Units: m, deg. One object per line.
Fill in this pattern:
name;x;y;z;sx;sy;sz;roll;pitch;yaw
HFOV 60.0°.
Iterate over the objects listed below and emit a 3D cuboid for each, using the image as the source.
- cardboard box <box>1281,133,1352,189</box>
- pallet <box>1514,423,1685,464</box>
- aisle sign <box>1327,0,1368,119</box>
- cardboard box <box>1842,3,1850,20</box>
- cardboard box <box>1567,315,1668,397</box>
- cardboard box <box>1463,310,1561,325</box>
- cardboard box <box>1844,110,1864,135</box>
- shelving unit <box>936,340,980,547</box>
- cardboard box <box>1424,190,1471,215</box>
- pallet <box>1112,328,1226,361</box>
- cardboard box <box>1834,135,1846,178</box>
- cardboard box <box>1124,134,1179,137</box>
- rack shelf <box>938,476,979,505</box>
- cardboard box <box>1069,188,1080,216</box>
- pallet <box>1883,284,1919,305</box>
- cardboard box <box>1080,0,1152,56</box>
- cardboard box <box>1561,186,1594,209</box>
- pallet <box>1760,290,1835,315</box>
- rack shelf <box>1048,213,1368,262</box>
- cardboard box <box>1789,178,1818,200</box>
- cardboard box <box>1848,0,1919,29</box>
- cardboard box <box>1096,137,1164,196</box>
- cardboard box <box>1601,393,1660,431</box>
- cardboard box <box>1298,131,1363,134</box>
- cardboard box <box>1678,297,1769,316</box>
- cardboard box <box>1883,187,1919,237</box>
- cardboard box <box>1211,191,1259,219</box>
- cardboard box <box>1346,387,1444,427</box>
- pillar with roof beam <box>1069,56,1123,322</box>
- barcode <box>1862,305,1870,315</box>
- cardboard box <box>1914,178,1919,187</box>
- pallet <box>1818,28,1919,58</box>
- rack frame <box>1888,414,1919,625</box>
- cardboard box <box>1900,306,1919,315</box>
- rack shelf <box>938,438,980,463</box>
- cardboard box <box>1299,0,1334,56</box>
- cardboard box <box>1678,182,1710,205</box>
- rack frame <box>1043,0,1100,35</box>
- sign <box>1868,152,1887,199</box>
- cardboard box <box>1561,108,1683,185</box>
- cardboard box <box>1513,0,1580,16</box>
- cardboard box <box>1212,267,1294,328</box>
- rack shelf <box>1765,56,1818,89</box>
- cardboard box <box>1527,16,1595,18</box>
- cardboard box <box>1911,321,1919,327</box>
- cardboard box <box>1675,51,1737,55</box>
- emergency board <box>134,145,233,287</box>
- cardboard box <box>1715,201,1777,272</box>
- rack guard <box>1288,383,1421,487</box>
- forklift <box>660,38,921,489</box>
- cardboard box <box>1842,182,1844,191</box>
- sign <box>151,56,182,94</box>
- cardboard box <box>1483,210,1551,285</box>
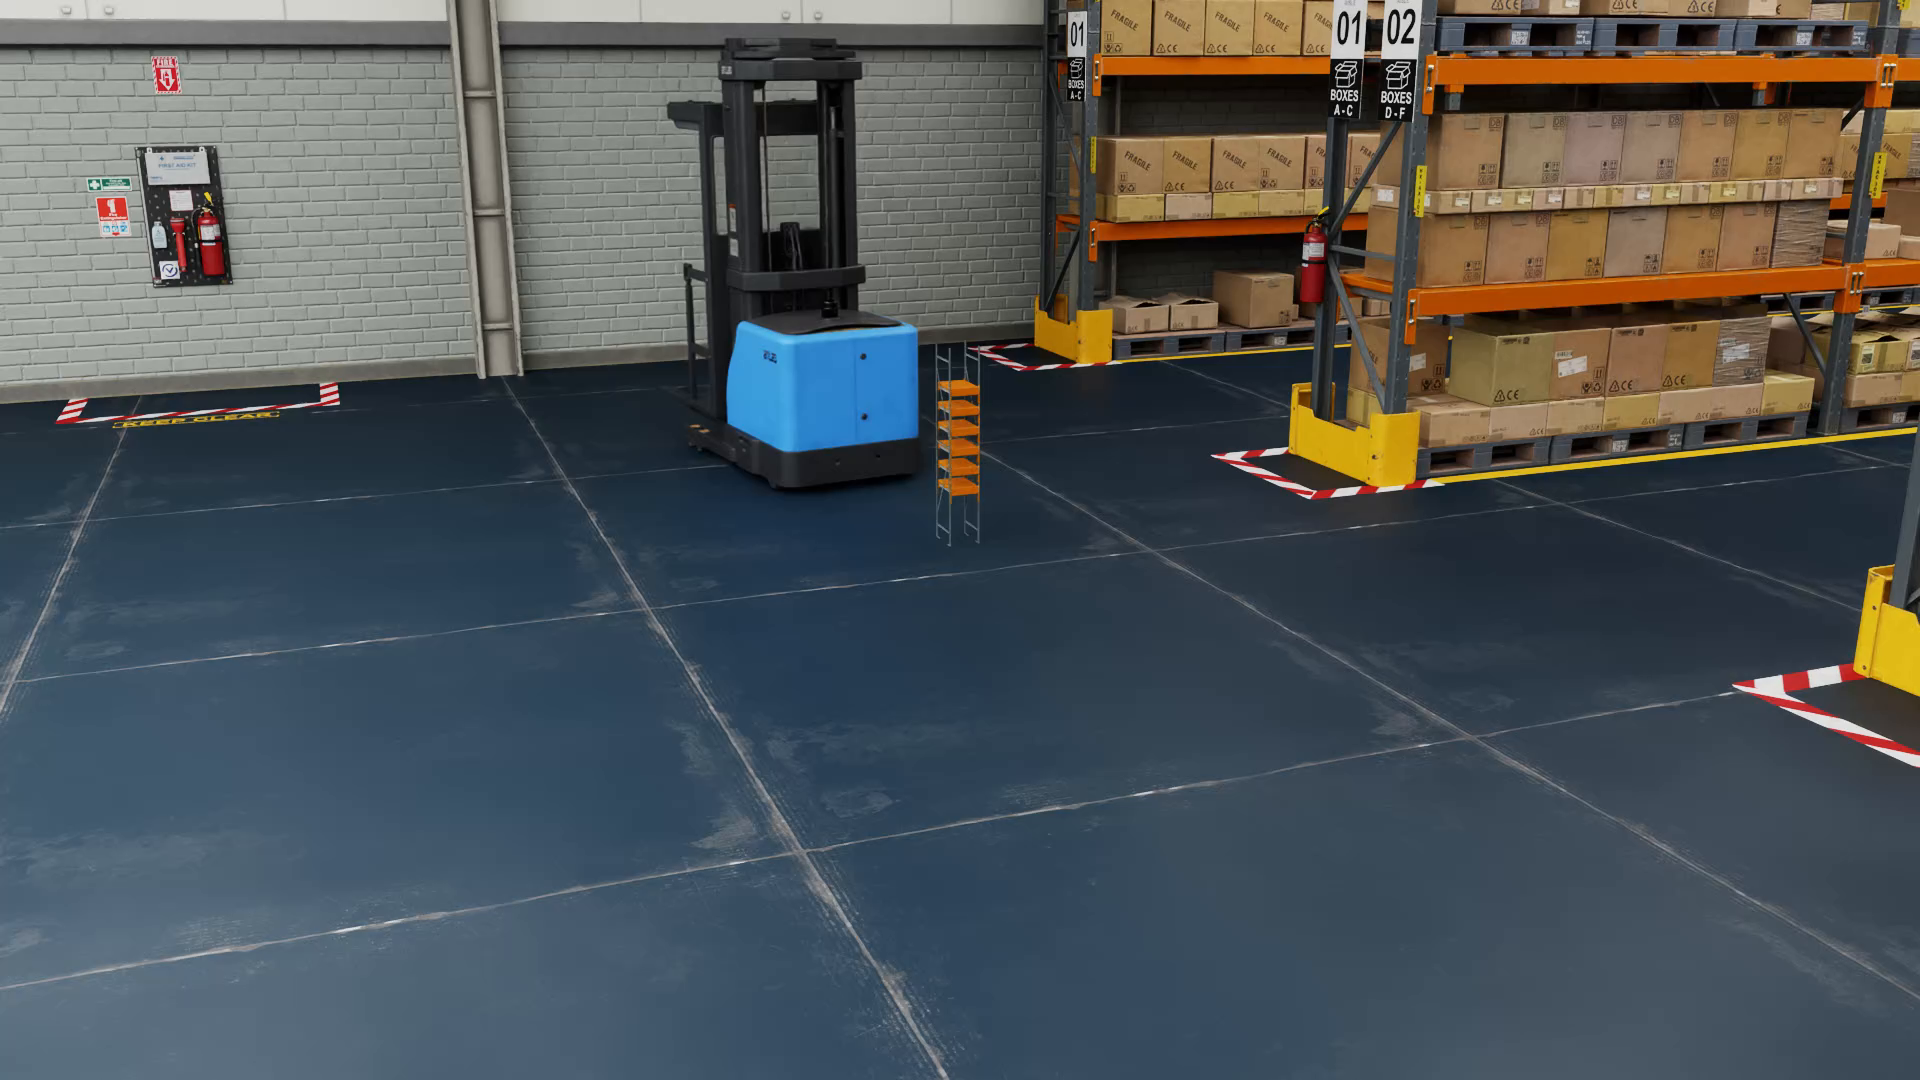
cardboard box;3.497;-3.742;16.418;0.500;0.500;0.500;-7;18;-22
pallet;4.643;-0.840;12.583;1.213;0.211;1.003;-6;17;-20
aisle sign;2.640;-3.285;11.349;0.004;0.787;0.394;-6;17;-20
cardboard box;9.931;-5.959;18.785;0.500;0.500;0.700;-5;17;-17
cardboard box;4.789;-1.356;12.194;0.500;0.500;0.500;-6;17;-20
cardboard box;4.130;-1.447;12.504;0.500;0.500;0.500;-6;17;-20
cardboard box;9.984;-4.721;18.779;0.500;0.250;0.500;-6;17;-20
shelving unit;-0.014;-0.574;9.924;0.189;1.200;0.258;-6;17;-20
cardboard box;3.250;-2.310;11.311;0.250;0.149;0.380;-6;18;-20
pallet;1.873;-2.013;16.578;1.213;0.211;1.003;-6;17;-20
cardboard box;9.539;-4.309;18.708;0.500;0.500;0.500;-6;17;-18
cardboard box;1.869;-3.719;16.340;0.500;0.500;0.500;-6;17;-19
rack shelf;-0.014;-0.301;10.004;0.180;0.103;0.258;-6;17;-20
cardboard box;1.398;-3.306;16.264;0.500;0.250;0.500;-6;17;-19
pallet;11.543;-3.045;20.092;1.213;0.211;1.003;-6;17;-20
cardboard box;1.433;-4.735;15.363;0.500;0.500;0.500;-6;17;-19
cardboard box;4.214;-2.414;11.667;0.250;0.149;0.380;-7;18;-22
pallet;9.264;-2.799;19.254;1.213;0.211;1.003;-6;17;-20
rack shelf;2.898;-3.127;16.699;4.000;0.370;1.077;-6;17;-20
cardboard box;6.133;-2.622;12.374;0.250;0.149;0.380;-7;18;-21
cardboard box;7.121;-3.999;12.590;0.500;0.250;0.500;-4;17;-14
cardboard box;1.584;-3.537;15.719;0.500;0.500;0.500;-6;17;-20
cardboard box;4.789;-0.996;12.301;0.500;0.250;0.500;-6;17;-20
cardboard box;3.768;-3.928;17.049;0.500;0.500;0.500;-6;17;-20
cardboard box;5.997;-1.648;13.192;0.500;0.500;0.500;-6;17;-20
cardboard box;7.757;-2.545;13.264;0.500;0.500;0.500;-5;17;-16
cardboard box;2.558;-3.280;16.173;0.500;0.250;0.500;-6;18;-21
cardboard box;3.202;-0.981;12.252;0.500;0.250;0.500;-6;17;-20
pillar with roof beam;2.915;-5.314;12.224;0.400;9.000;9.100;-6;17;-20
barcode;6.929;-1.759;12.717;0.075;0.075;0.001;-6;17;-20
cardboard box;11.059;-4.166;19.370;0.250;0.149;0.380;-6;17;-20
pallet;7.361;-3.811;12.766;1.217;0.209;0.805;-7;18;-22
rack frame;4.576;-0.664;7.035;0.127;3.000;1.000;-6;17;-20
cardboard box;8.239;-1.792;14.016;0.500;0.311;0.500;-6;18;-21
rack shelf;-0.014;-0.532;9.937;0.180;0.103;0.258;-6;17;-20
cardboard box;3.402;-4.941;16.064;0.500;0.500;0.500;-7;18;-22
cardboard box;5.179;-2.519;12.022;0.250;0.149;0.380;-6;17;-18
rack frame;1.031;-6.149;15.066;0.127;3.000;1.000;-6;17;-20
sign;6.742;-2.678;12.218;0.005;0.325;0.100;-6;17;-20
cardboard box;4.724;-2.843;11.976;0.500;0.500;0.700;-6;17;-20
cardboard box;3.969;-3.627;11.254;0.250;0.149;0.380;-6;17;-20
cardboard box;2.944;-2.447;16.761;0.500;0.500;0.700;-7;18;-24
rack shelf;10.369;-5.373;19.023;4.000;0.370;1.077;-6;17;-20
cardboard box;4.307;-3.874;11.808;0.500;0.311;0.500;-4;17;-14
cardboard box;7.969;-1.600;13.362;0.500;0.311;0.500;-7;18;-22
cardboard box;7.925;-5.339;17.756;0.500;0.311;0.500;-6;17;-20
emergency board;-6.549;-2.725;14.053;0.643;1.169;0.194;-6;17;-20
cardboard box;5.640;-2.317;12.489;0.500;0.500;0.700;-6;18;-21
rack guard;2.784;-0.766;11.818;0.348;0.500;1.175;-6;17;-20
forklift;-1.424;-2.117;12.106;1.130;2.935;3.031;-9;19;-28
cardboard box;9.838;-4.052;18.984;0.250;0.149;0.380;-6;17;-19
sign;-6.592;-3.862;13.812;0.199;0.298;0.001;-6;17;-20
cardboard box;3.736;-2.113;11.794;0.500;0.500;0.700;-6;17;-19
